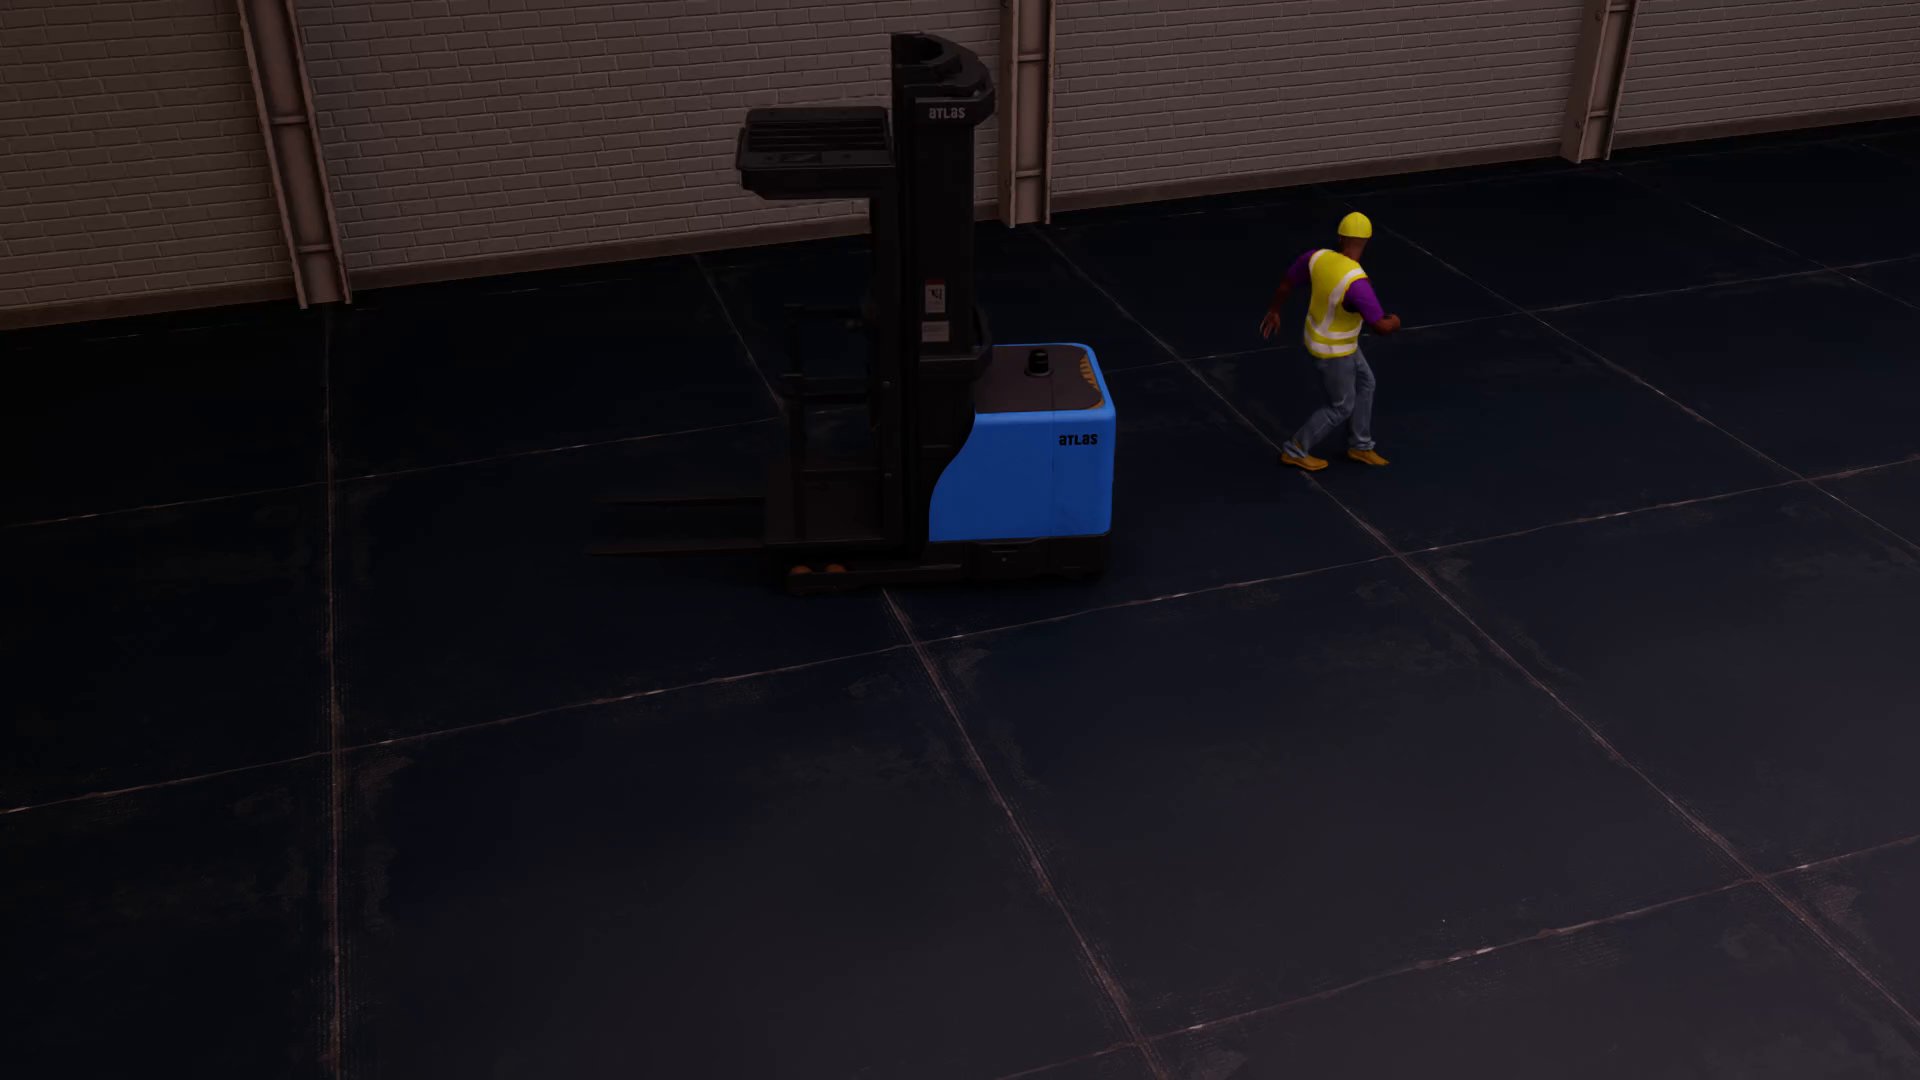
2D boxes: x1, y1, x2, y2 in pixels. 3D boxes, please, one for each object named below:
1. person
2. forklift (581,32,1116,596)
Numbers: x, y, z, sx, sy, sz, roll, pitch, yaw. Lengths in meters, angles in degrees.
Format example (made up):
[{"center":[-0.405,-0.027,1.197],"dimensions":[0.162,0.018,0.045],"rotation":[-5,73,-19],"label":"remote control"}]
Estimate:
[{"center":[2.377,-1.217,10.484],"dimensions":[0.911,1.746,0.613],"rotation":[0,30,0],"label":"person"},{"center":[-0.669,-1.228,9.221],"dimensions":[3.031,2.935,1.130],"rotation":[-2,30,-4],"label":"forklift"}]
